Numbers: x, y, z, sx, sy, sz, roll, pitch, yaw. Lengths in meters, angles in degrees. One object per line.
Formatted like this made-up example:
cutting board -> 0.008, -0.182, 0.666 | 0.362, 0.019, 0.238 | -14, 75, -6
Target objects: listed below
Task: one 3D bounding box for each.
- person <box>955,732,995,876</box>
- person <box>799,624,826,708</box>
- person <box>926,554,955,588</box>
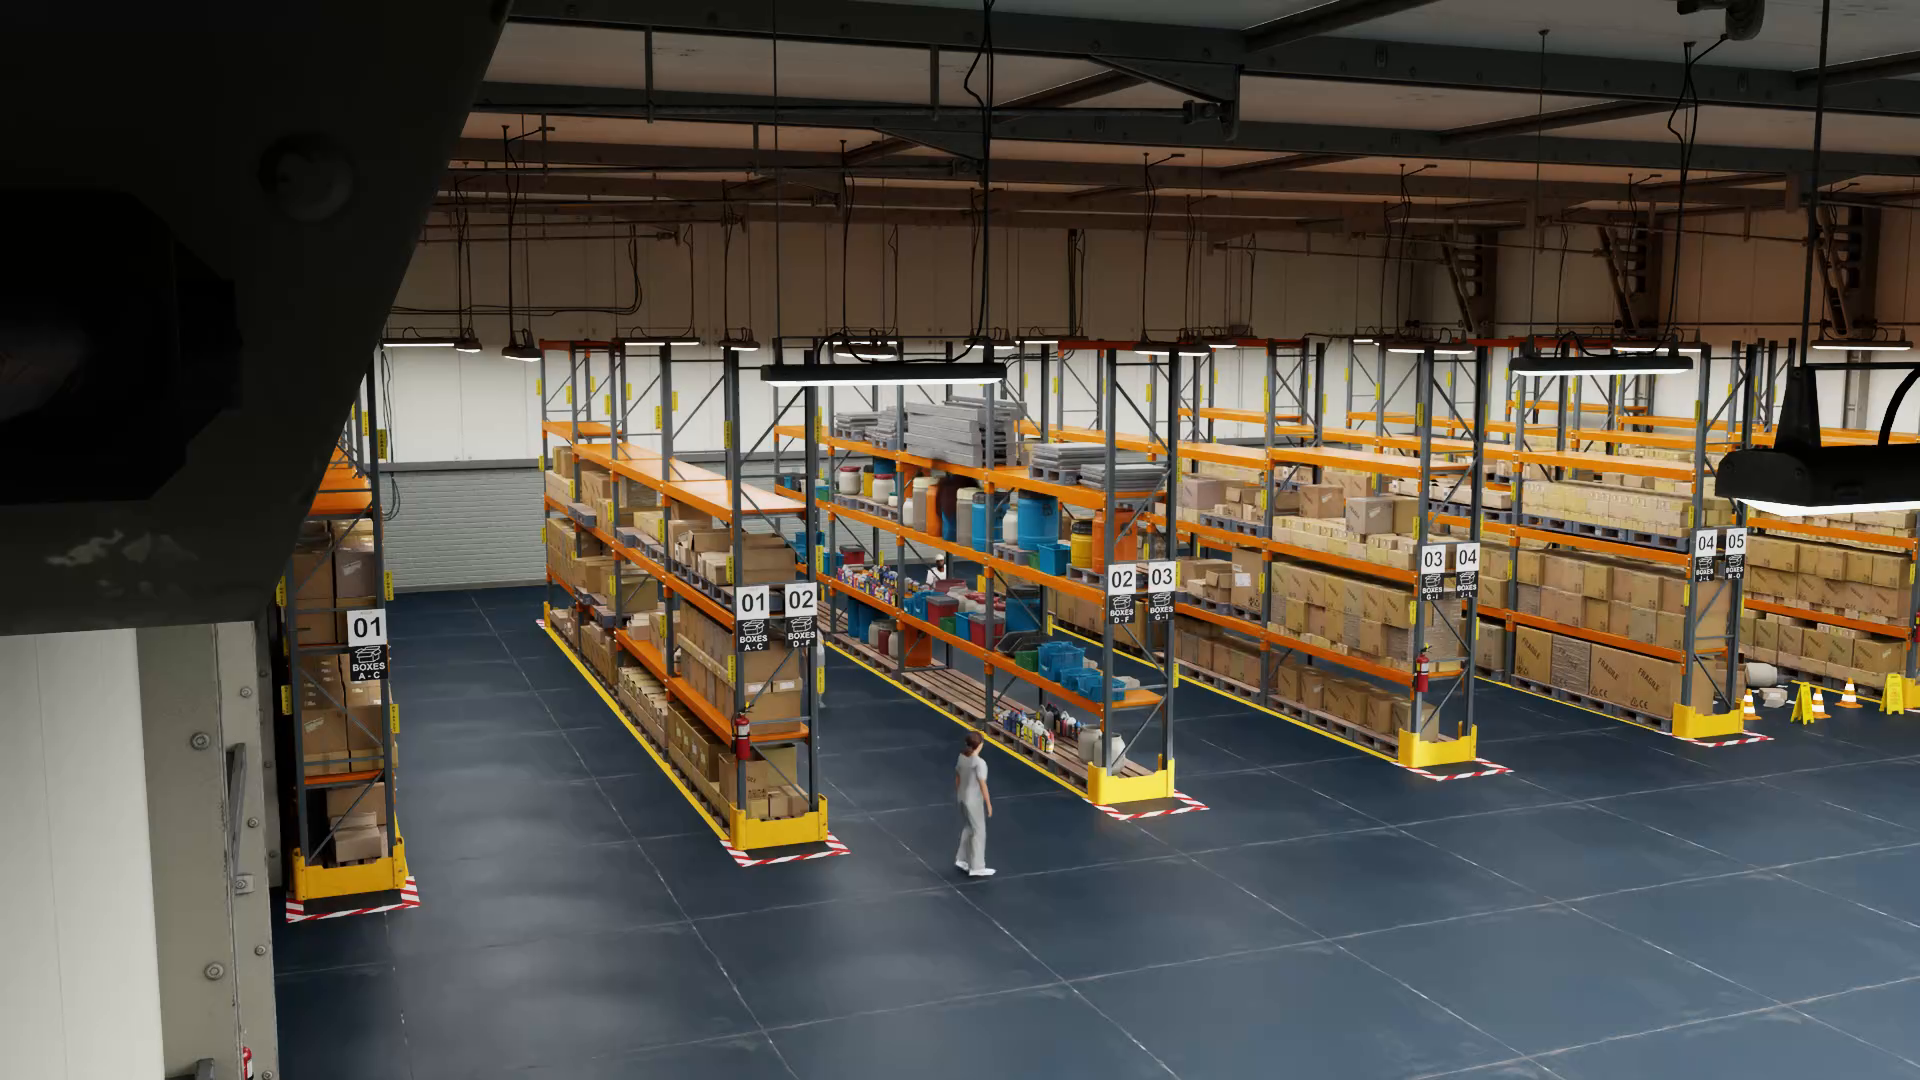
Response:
person -> 0.167, 3.053, 19.177 | 0.359, 1.723, 0.510 | -5, 9, -32
person -> -2.448, 1.899, 27.411 | 0.460, 1.662, 0.665 | -4, 8, -25
person -> -0.326, 1.132, 33.485 | 0.721, 1.721, 0.743 | -6, 9, -37
